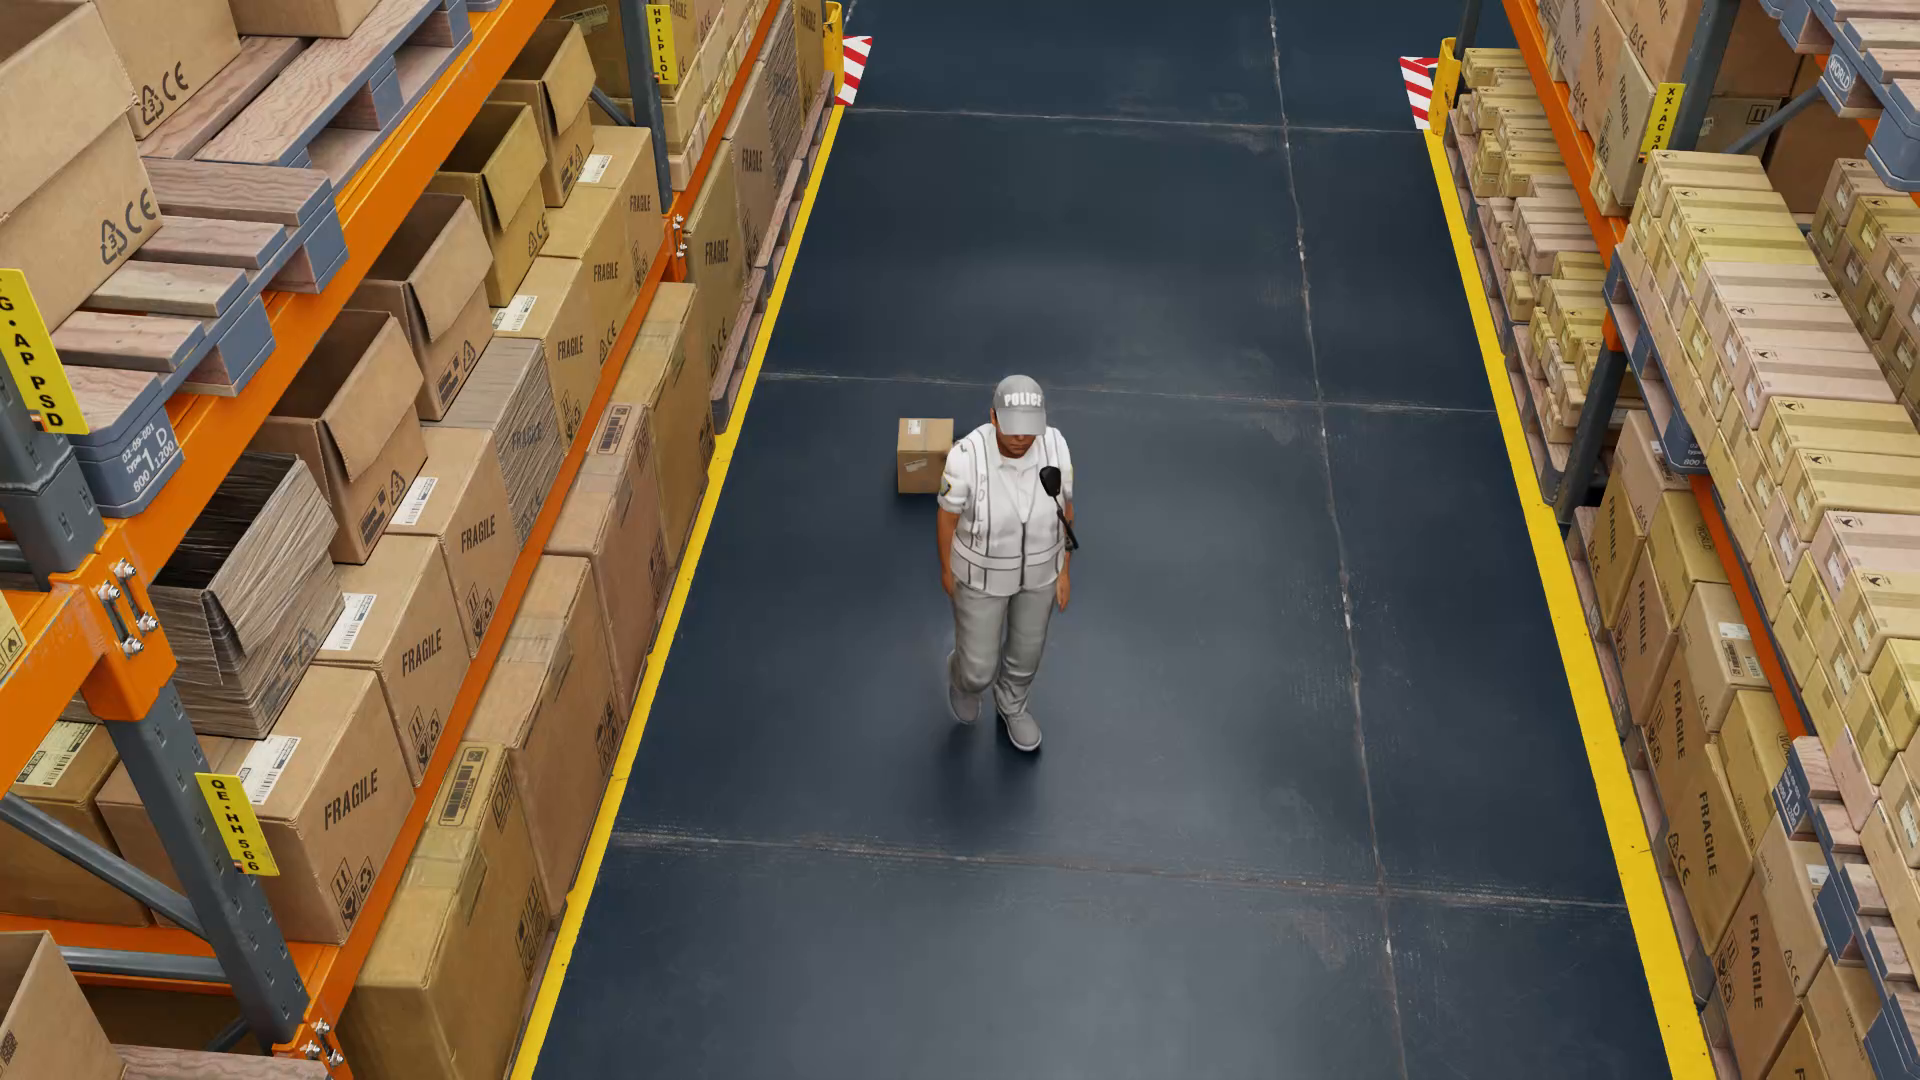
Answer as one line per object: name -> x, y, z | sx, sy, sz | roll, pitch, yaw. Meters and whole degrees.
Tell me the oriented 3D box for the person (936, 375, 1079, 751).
person -> 0.164, 0.098, 6.006 | 0.485, 1.661, 0.463 | -11, 42, -13
